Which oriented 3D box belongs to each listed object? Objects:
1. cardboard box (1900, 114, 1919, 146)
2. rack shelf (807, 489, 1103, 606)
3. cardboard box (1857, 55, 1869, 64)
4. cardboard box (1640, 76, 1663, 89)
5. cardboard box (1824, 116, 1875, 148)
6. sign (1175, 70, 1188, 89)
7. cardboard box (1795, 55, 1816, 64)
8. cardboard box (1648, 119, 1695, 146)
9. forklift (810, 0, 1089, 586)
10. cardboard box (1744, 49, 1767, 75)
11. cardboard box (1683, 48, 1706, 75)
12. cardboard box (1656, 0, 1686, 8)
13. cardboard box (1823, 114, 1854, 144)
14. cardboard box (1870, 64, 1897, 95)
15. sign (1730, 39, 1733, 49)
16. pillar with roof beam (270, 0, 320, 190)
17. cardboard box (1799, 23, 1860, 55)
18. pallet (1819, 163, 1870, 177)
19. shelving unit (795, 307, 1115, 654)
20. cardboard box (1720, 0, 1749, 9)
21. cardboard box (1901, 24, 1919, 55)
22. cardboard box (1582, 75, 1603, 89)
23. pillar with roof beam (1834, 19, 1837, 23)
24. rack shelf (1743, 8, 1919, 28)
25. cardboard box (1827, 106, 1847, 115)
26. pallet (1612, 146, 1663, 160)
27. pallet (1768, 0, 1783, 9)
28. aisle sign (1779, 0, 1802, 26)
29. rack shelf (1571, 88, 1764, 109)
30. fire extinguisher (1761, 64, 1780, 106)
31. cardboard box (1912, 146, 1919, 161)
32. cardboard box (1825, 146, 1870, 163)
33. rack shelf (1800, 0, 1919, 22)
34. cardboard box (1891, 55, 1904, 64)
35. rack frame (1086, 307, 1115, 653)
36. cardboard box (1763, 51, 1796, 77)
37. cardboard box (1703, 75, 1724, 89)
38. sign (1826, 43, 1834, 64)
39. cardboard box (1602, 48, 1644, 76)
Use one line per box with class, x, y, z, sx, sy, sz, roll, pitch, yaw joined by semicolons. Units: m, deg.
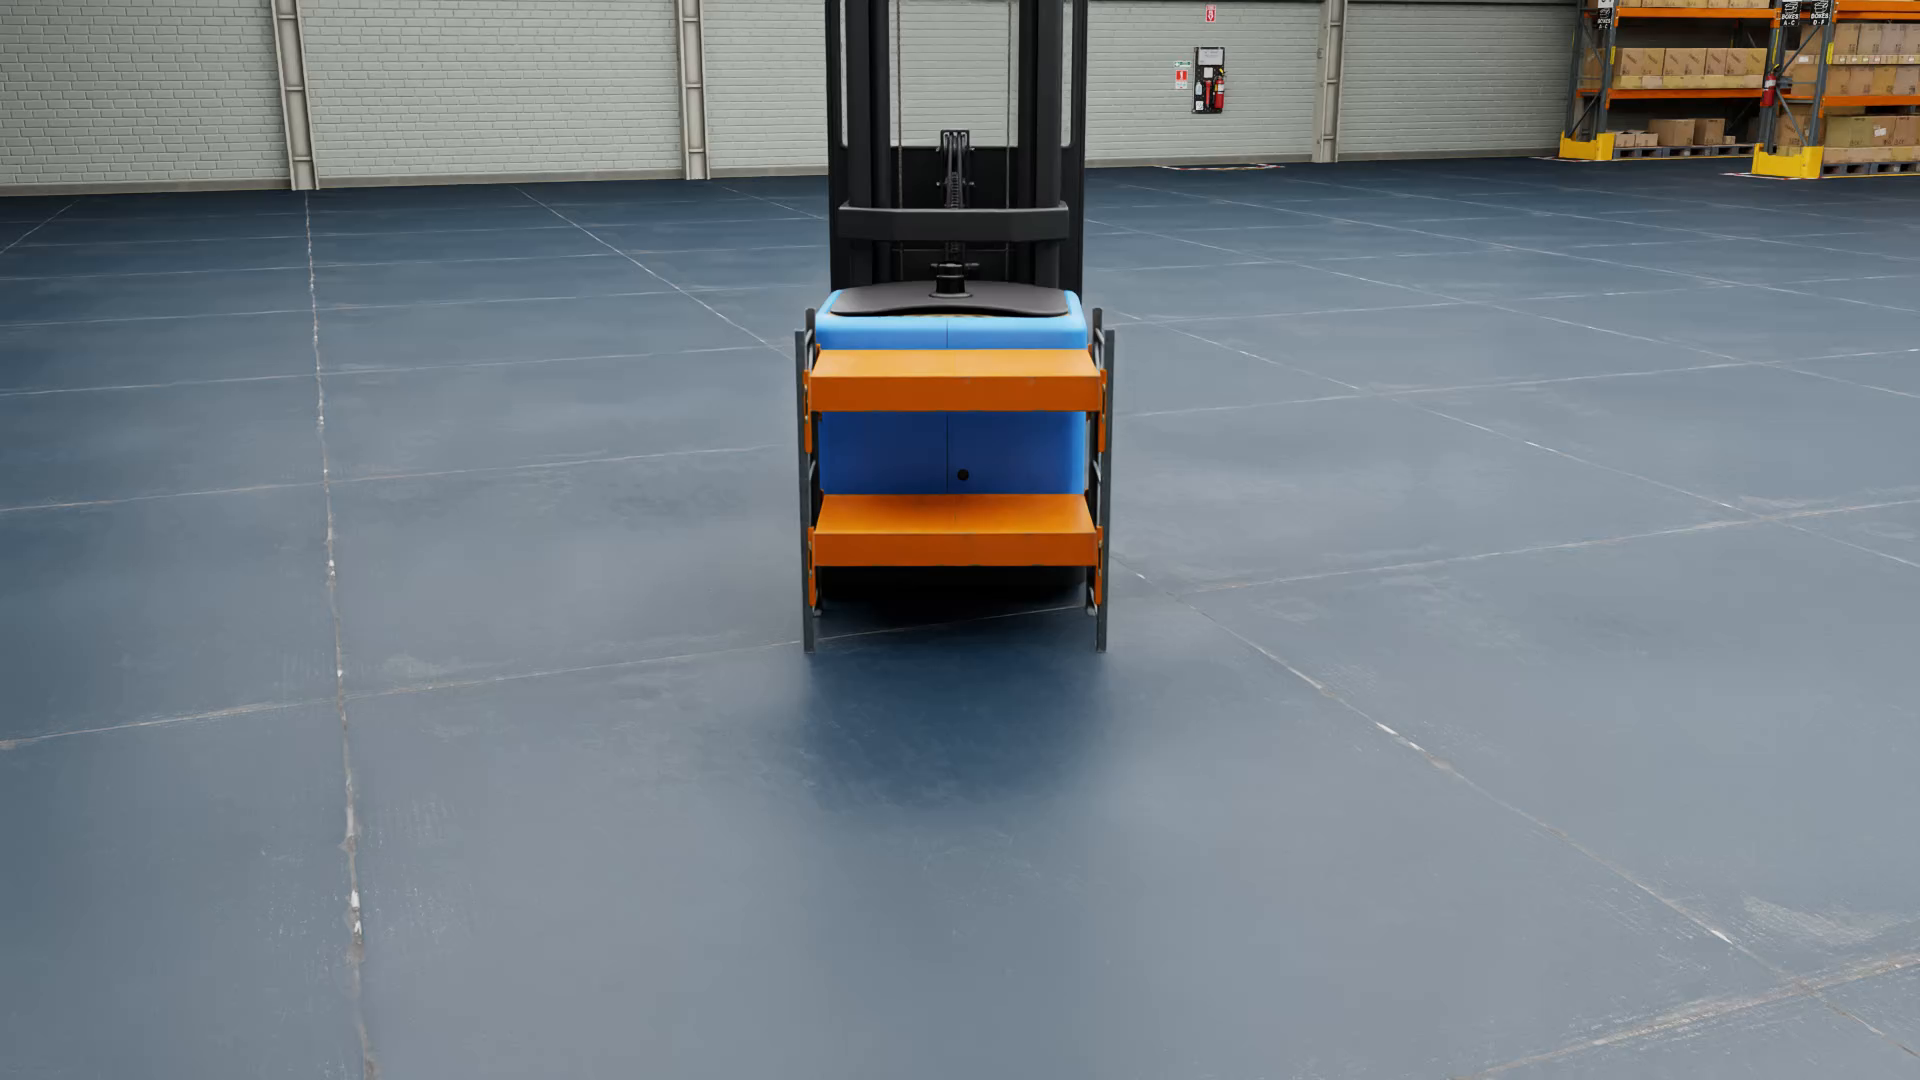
cardboard box;16.357;-7.025;28.500;0.500;0.500;0.500;-6;17;-20
rack shelf;-0.019;0.018;5.905;1.000;0.278;0.538;0;17;-1
cardboard box;14.836;-7.977;27.610;0.250;0.149;0.380;-6;17;-20
cardboard box;13.187;-8.845;32.125;0.500;0.250;0.500;-7;18;-22
cardboard box;14.960;-6.871;27.977;0.500;0.500;0.500;-6;17;-20
sign;4.005;-8.328;30.072;0.234;0.329;0.001;-6;17;-20
cardboard box;14.202;-8.031;27.792;0.250;0.149;0.380;-6;18;-21
cardboard box;14.051;-8.062;32.883;0.500;0.500;0.700;-7;18;-24
forklift;-0.009;-1.592;7.317;1.130;2.935;3.031;0;16;1
cardboard box;15.542;-9.457;32.879;0.500;0.500;0.500;-6;17;-20
cardboard box;14.119;-9.305;32.361;0.500;0.500;0.500;-6;17;-18
cardboard box;13.537;-10.448;31.818;0.500;0.500;0.500;-5;17;-18
cardboard box;15.237;-7.062;28.626;0.500;0.500;0.500;-6;17;-20
cardboard box;15.309;-7.777;28.080;0.500;0.500;0.700;-6;17;-20
sign;15.671;-9.990;33.739;0.005;0.325;0.100;-6;17;-20
pillar with roof beam;-8.389;-8.510;20.106;0.400;9.000;9.100;-6;17;-20
cardboard box;14.404;-8.302;27.566;0.500;0.500;0.700;-6;17;-20
pallet;14.613;-6.333;28.289;1.213;0.211;1.003;-6;17;-20
shelving unit;-0.019;-0.216;5.836;1.048;1.125;0.538;0;17;-1
cardboard box;15.013;-10.622;32.410;0.500;0.500;0.500;-8;18;-25
cardboard box;15.831;-8.458;28.097;0.500;0.500;0.700;-6;17;-20
cardboard box;12.505;-8.921;32.385;0.500;0.250;0.500;-6;17;-19
pillar with roof beam;19.625;-11.534;30.406;0.400;9.000;9.100;-6;17;-20
rack shelf;17.740;-10.585;33.772;4.000;0.370;1.077;-6;17;-20
cardboard box;17.921;-8.883;34.350;0.500;0.250;0.500;-6;17;-20
pallet;12.980;-7.628;32.699;1.213;0.211;1.003;-6;17;-20
pallet;16.487;-10.672;33.127;1.003;0.211;1.213;-6;17;-20
aisle sign;13.747;-8.901;27.470;0.004;0.787;0.394;-6;17;-20
rack shelf;14.005;-8.742;32.821;4.000;0.370;1.077;-6;17;-20
fire extinguisher;13.637;-7.656;27.982;0.183;0.674;0.296;-6;17;-20
cardboard box;16.362;-6.662;28.595;0.500;0.250;0.500;-6;17;-20
cardboard box;14.960;-6.512;28.084;0.500;0.250;0.500;-6;17;-20
rack shelf;15.781;-8.878;27.961;4.000;0.370;1.077;-6;17;-20
cardboard box;15.559;-8.055;27.876;0.250;0.149;0.380;-6;18;-21
rack frame;0.490;-0.218;5.840;0.032;1.125;0.500;0;17;-1
cardboard box;16.360;-9.590;33.474;0.500;0.500;0.700;-6;17;-20
cardboard box;14.607;-8.996;32.640;0.500;0.250;0.500;-6;17;-20
sign;14.107;-7.889;26.963;0.005;0.325;0.100;-6;17;-20
cardboard box;12.691;-9.152;31.840;0.500;0.500;0.500;-6;17;-20
